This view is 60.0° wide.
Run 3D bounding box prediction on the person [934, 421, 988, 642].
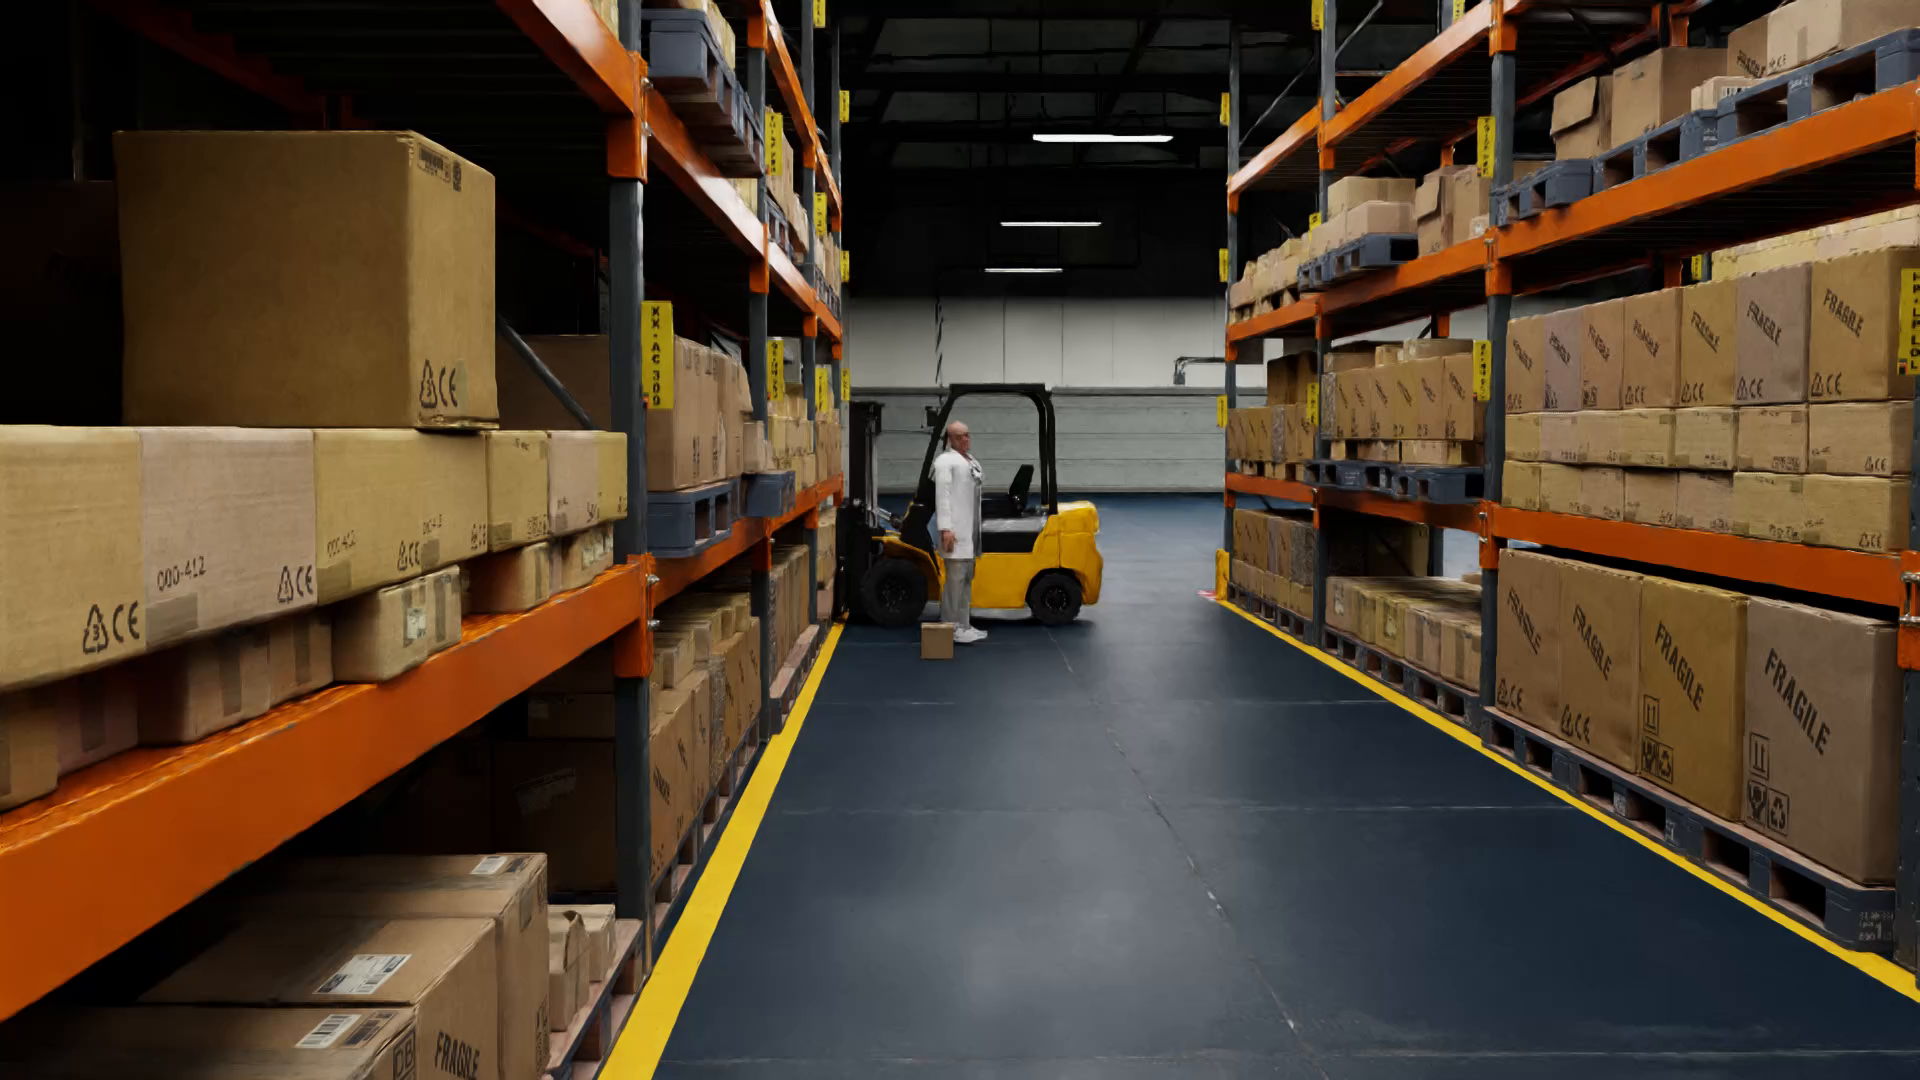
[{"bbox_3d":[0.016,-0.071,13.479,0.375,1.781,0.646,2,4,26],"label":"person"}]
